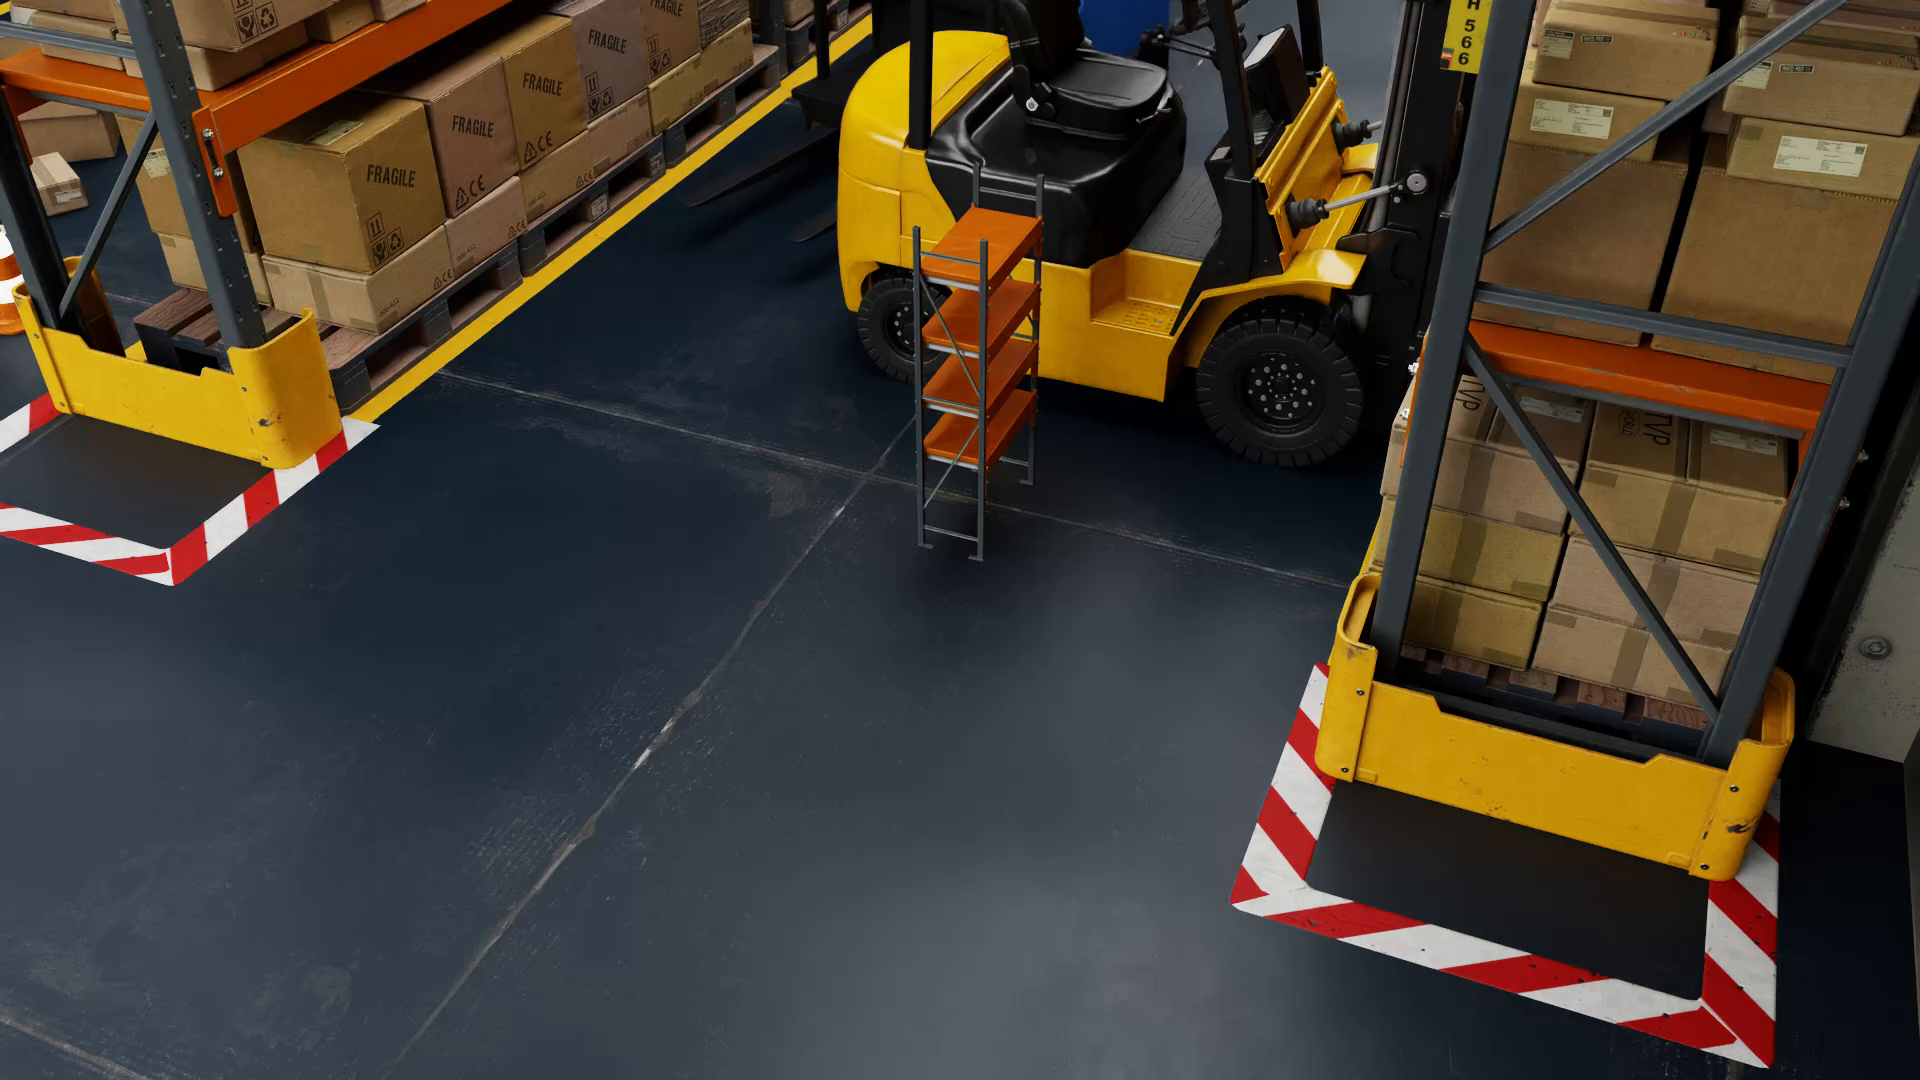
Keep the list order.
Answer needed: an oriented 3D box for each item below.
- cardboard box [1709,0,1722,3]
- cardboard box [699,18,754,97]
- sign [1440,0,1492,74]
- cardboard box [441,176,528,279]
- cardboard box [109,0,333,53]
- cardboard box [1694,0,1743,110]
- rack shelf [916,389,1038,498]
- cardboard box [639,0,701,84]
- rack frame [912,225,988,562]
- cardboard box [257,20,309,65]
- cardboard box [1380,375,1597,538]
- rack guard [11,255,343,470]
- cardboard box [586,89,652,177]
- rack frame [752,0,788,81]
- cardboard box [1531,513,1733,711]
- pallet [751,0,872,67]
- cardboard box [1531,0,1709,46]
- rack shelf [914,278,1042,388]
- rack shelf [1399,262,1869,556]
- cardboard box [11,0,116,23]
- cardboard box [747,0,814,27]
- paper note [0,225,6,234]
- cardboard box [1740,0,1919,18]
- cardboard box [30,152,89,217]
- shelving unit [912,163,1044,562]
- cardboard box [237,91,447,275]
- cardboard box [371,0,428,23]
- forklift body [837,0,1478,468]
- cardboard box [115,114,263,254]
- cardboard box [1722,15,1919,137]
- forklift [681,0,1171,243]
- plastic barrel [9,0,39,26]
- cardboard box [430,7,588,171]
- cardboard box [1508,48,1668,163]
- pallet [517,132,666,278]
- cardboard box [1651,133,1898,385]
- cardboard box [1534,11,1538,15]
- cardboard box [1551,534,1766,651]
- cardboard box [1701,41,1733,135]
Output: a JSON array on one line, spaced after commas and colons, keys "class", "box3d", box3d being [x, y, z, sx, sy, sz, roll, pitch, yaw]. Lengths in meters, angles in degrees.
[{"class": "cardboard box", "box3d": [1.880, -1.586, 4.493, 0.380, 0.149, 0.250, 14, 39, 18]}, {"class": "cardboard box", "box3d": [-1.410, -2.527, 8.571, 0.500, 0.250, 0.500, 16, 40, 20]}, {"class": "sign", "box3d": [1.139, -1.195, 3.678, 0.100, 0.325, 0.005, 14, 39, 18]}, {"class": "cardboard box", "box3d": [-2.192, -1.365, 7.017, 0.500, 0.250, 0.500, 15, 39, 19]}, {"class": "cardboard box", "box3d": [-2.519, -1.992, 5.577, 0.500, 0.500, 0.500, 13, 39, 17]}, {"class": "cardboard box", "box3d": [2.446, -1.329, 4.939, 0.500, 0.500, 0.500, 13, 39, 17]}, {"class": "rack shelf", "box3d": [0.063, -0.359, 5.673, 0.258, 0.148, 0.480, 14, 39, 18]}, {"class": "cardboard box", "box3d": [-1.603, -2.545, 7.969, 0.500, 0.500, 0.500, 15, 39, 19]}, {"class": "rack frame", "box3d": [-0.030, -0.437, 5.333, 0.240, 1.200, 0.015, 14, 39, 18]}, {"class": "cardboard box", "box3d": [-2.553, -1.817, 5.885, 0.380, 0.149, 0.250, 14, 39, 18]}, {"class": "cardboard box", "box3d": [1.523, -0.298, 4.754, 0.500, 0.250, 0.500, 15, 39, 19]}, {"class": "rack guard", "box3d": [-2.927, -0.674, 6.235, 1.175, 0.500, 0.348, 14, 39, 18]}, {"class": "cardboard box", "box3d": [-1.802, -1.949, 7.798, 0.500, 0.250, 0.500, 14, 39, 18]}, {"class": "rack frame", "box3d": [-1.434, -3.848, 8.393, 1.000, 3.000, 0.127, 14, 39, 18]}, {"class": "cardboard box", "box3d": [2.003, 0.201, 4.922, 0.500, 0.250, 0.500, 14, 39, 18]}, {"class": "pallet", "box3d": [-1.139, -3.163, 9.805, 1.003, 0.211, 1.213, 14, 39, 18]}, {"class": "cardboard box", "box3d": [1.642, -1.314, 4.129, 0.380, 0.149, 0.250, 14, 39, 18]}, {"class": "rack shelf", "box3d": [0.063, -0.698, 5.420, 0.258, 0.148, 0.480, 14, 39, 18]}, {"class": "rack shelf", "box3d": [2.397, -1.324, 5.617, 1.077, 0.370, 4.000, 14, 39, 18]}, {"class": "cardboard box", "box3d": [-3.004, -2.156, 5.797, 0.500, 0.500, 0.500, 13, 39, 17]}, {"class": "cardboard box", "box3d": [-1.237, -3.255, 9.443, 0.950, 0.372, 0.625, 14, 39, 18]}, {"class": "paper note", "box3d": [-4.437, -1.421, 7.626, 0.148, 0.019, 0.142, 1, 37, 2]}, {"class": "cardboard box", "box3d": [2.179, -1.348, 4.174, 0.380, 0.149, 0.250, 15, 39, 19]}, {"class": "cardboard box", "box3d": [-4.326, -1.677, 7.870, 0.250, 0.149, 0.380, -25, 43, -29]}, {"class": "shelving unit", "box3d": [0.063, -0.572, 5.513, 0.258, 1.200, 0.503, 14, 39, 18]}, {"class": "cardboard box", "box3d": [-2.385, -1.398, 6.434, 0.500, 0.500, 0.500, 13, 39, 16]}, {"class": "cardboard box", "box3d": [-2.237, -2.075, 6.231, 0.380, 0.149, 0.250, 14, 39, 18]}, {"class": "forklift body", "box3d": [0.670, -1.631, 6.135, 2.313, 2.155, 1.214, 14, 39, 18]}, {"class": "cardboard box", "box3d": [-2.892, -1.504, 6.576, 0.500, 0.500, 0.500, 14, 39, 18]}, {"class": "cardboard box", "box3d": [1.961, -1.061, 3.791, 0.380, 0.149, 0.250, 13, 39, 17]}, {"class": "forklift", "box3d": [-0.113, -3.123, 7.480, 1.130, 2.935, 3.031, 22, 42, 27]}, {"class": "plastic barrel", "box3d": [-5.063, -2.910, 9.290, 0.421, 0.421, 0.512, -17, 40, -22]}, {"class": "cardboard box", "box3d": [-1.992, -1.964, 7.192, 0.500, 0.500, 0.500, 15, 39, 19]}, {"class": "cardboard box", "box3d": [1.509, -1.061, 4.038, 0.380, 0.149, 0.250, 14, 39, 18]}, {"class": "pallet", "box3d": [-2.120, -1.674, 7.813, 1.003, 0.211, 1.213, 14, 39, 18]}, {"class": "cardboard box", "box3d": [2.081, -0.756, 4.173, 0.500, 0.500, 0.500, 15, 39, 19]}, {"class": "cardboard box", "box3d": [1.786, -1.162, 4.716, 0.500, 0.500, 0.500, 15, 39, 19]}, {"class": "cardboard box", "box3d": [2.007, 0.015, 4.753, 0.500, 0.250, 0.500, 15, 39, 19]}, {"class": "cardboard box", "box3d": [2.040, -1.085, 4.070, 0.380, 0.149, 0.250, 14, 39, 18]}]
